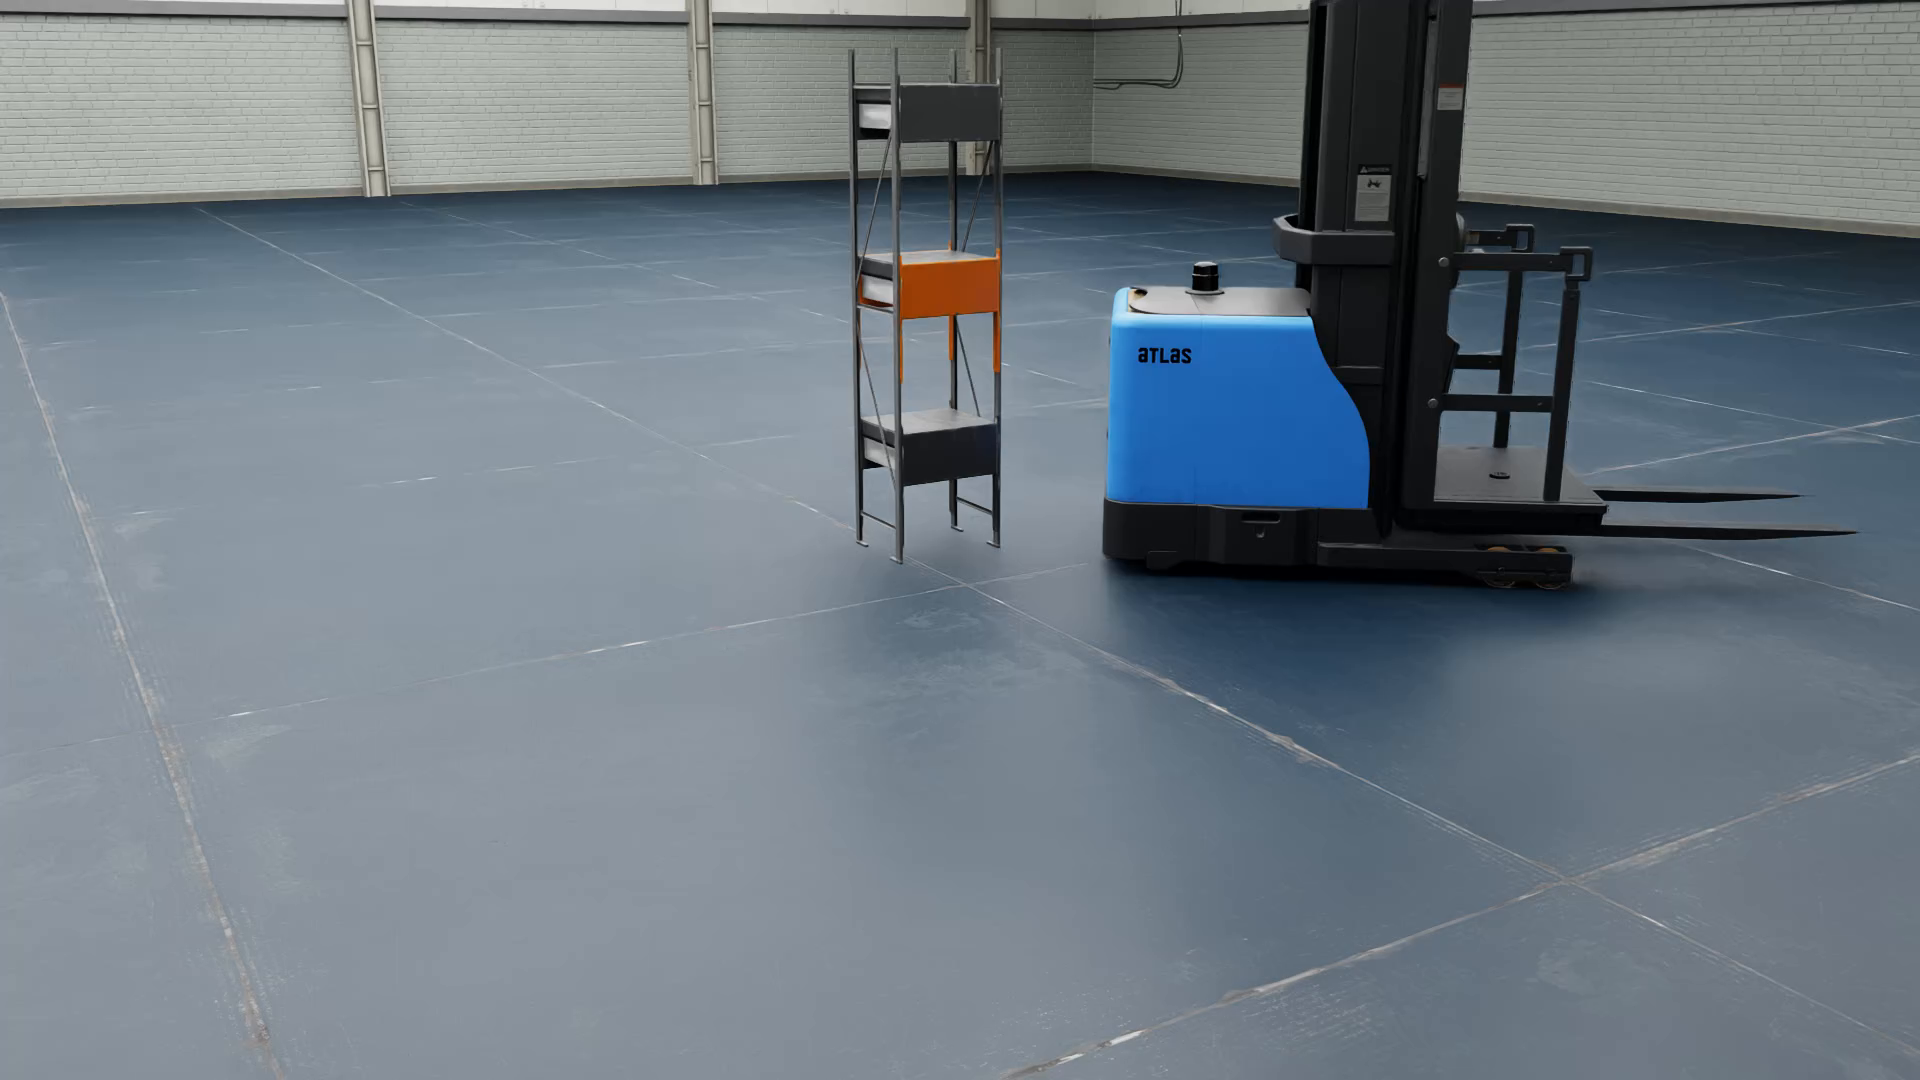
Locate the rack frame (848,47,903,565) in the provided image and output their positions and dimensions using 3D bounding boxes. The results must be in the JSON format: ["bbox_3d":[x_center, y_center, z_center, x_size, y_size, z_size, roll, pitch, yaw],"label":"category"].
[{"bbox_3d":[-0.351,-0.954,6.923,0.015,2.100,0.400,-9,18,-30],"label":"rack frame"}]

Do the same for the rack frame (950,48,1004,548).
[{"bbox_3d":[0.067,-1.022,7.165,0.015,2.100,0.400,-9,18,-30],"label":"rack frame"}]

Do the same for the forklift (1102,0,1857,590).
[{"bbox_3d":[2.148,-1.362,6.839,3.031,2.935,1.130,2,16,6],"label":"forklift"}]

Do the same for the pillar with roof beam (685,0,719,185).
[{"bbox_3d":[-2.567,-10.031,26.523,0.400,9.000,9.100,-9,18,-30],"label":"pillar with roof beam"}]

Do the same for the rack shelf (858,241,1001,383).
[{"bbox_3d":[-0.142,-0.975,7.048,0.480,0.518,0.431,-9,18,-30],"label":"rack shelf"}]

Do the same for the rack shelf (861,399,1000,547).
[{"bbox_3d":[-0.142,-0.301,7.237,0.480,0.518,0.431,-9,18,-30],"label":"rack shelf"}]

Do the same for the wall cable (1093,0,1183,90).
[{"bbox_3d":[3.565,-10.470,33.840,0.112,2.526,3.097,-9,18,-30],"label":"wall cable"}]

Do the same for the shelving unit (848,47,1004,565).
[{"bbox_3d":[-0.142,-0.988,7.044,0.503,2.100,0.431,-9,18,-30],"label":"shelving unit"}]

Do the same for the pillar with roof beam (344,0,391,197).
[{"bbox_3d":[-7.711,-9.197,23.547,0.400,9.000,9.100,-9,18,-30],"label":"pillar with roof beam"}]

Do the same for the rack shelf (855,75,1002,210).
[{"bbox_3d":[-0.142,-1.649,6.859,0.480,0.518,0.431,-9,18,-30],"label":"rack shelf"}]

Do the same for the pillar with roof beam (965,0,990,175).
[{"bbox_3d":[2.576,-10.865,29.498,0.400,9.000,9.100,-9,18,-30],"label":"pillar with roof beam"}]
